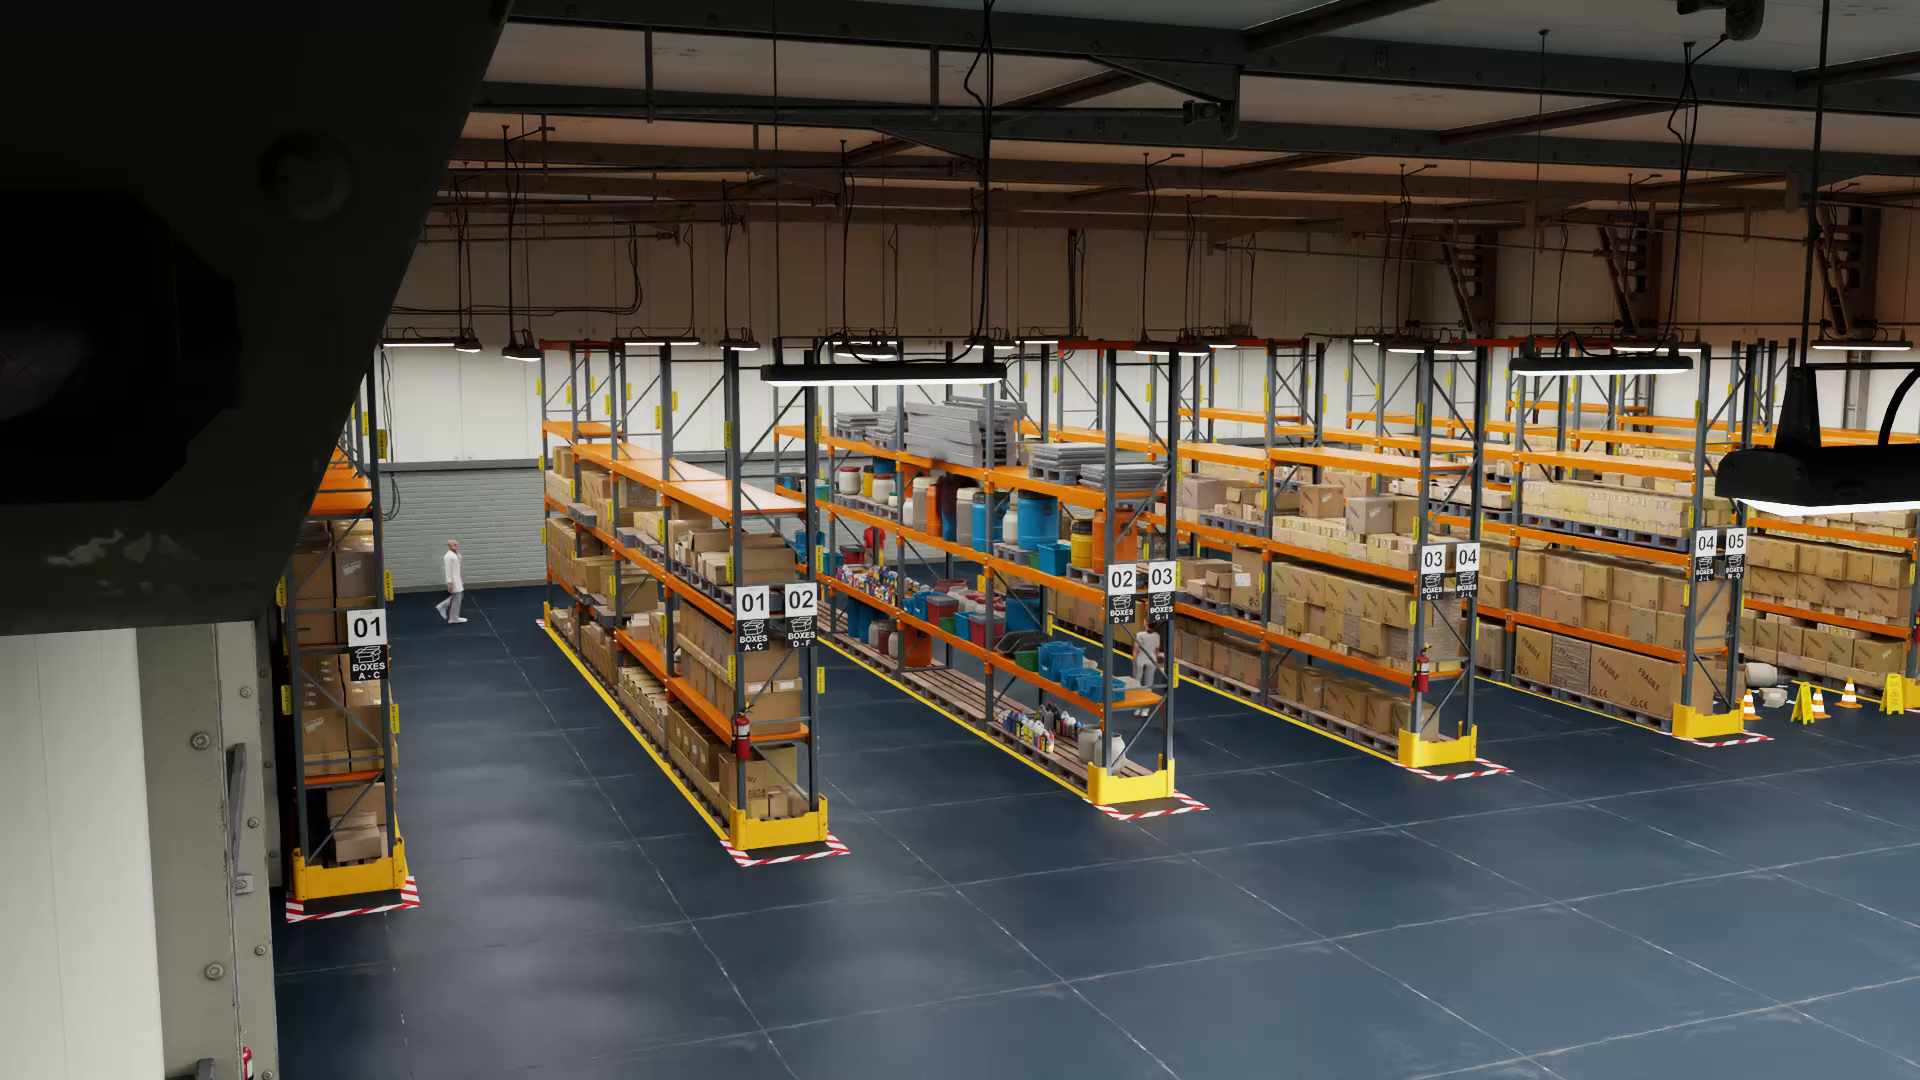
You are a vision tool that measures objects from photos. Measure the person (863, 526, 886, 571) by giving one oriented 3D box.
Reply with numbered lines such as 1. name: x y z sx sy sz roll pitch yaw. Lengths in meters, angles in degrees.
1. person: -2.044 0.339 39.559 0.528 1.749 0.486 4 8 25

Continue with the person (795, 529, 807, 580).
1. person: -3.734 0.516 38.754 0.842 1.552 0.471 5 9 34

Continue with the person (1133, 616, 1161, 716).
1. person: 2.987 2.015 26.684 0.441 1.653 0.484 2 8 13

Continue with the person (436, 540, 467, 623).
1. person: -10.775 0.868 35.144 0.606 1.764 0.645 -3 8 -20
